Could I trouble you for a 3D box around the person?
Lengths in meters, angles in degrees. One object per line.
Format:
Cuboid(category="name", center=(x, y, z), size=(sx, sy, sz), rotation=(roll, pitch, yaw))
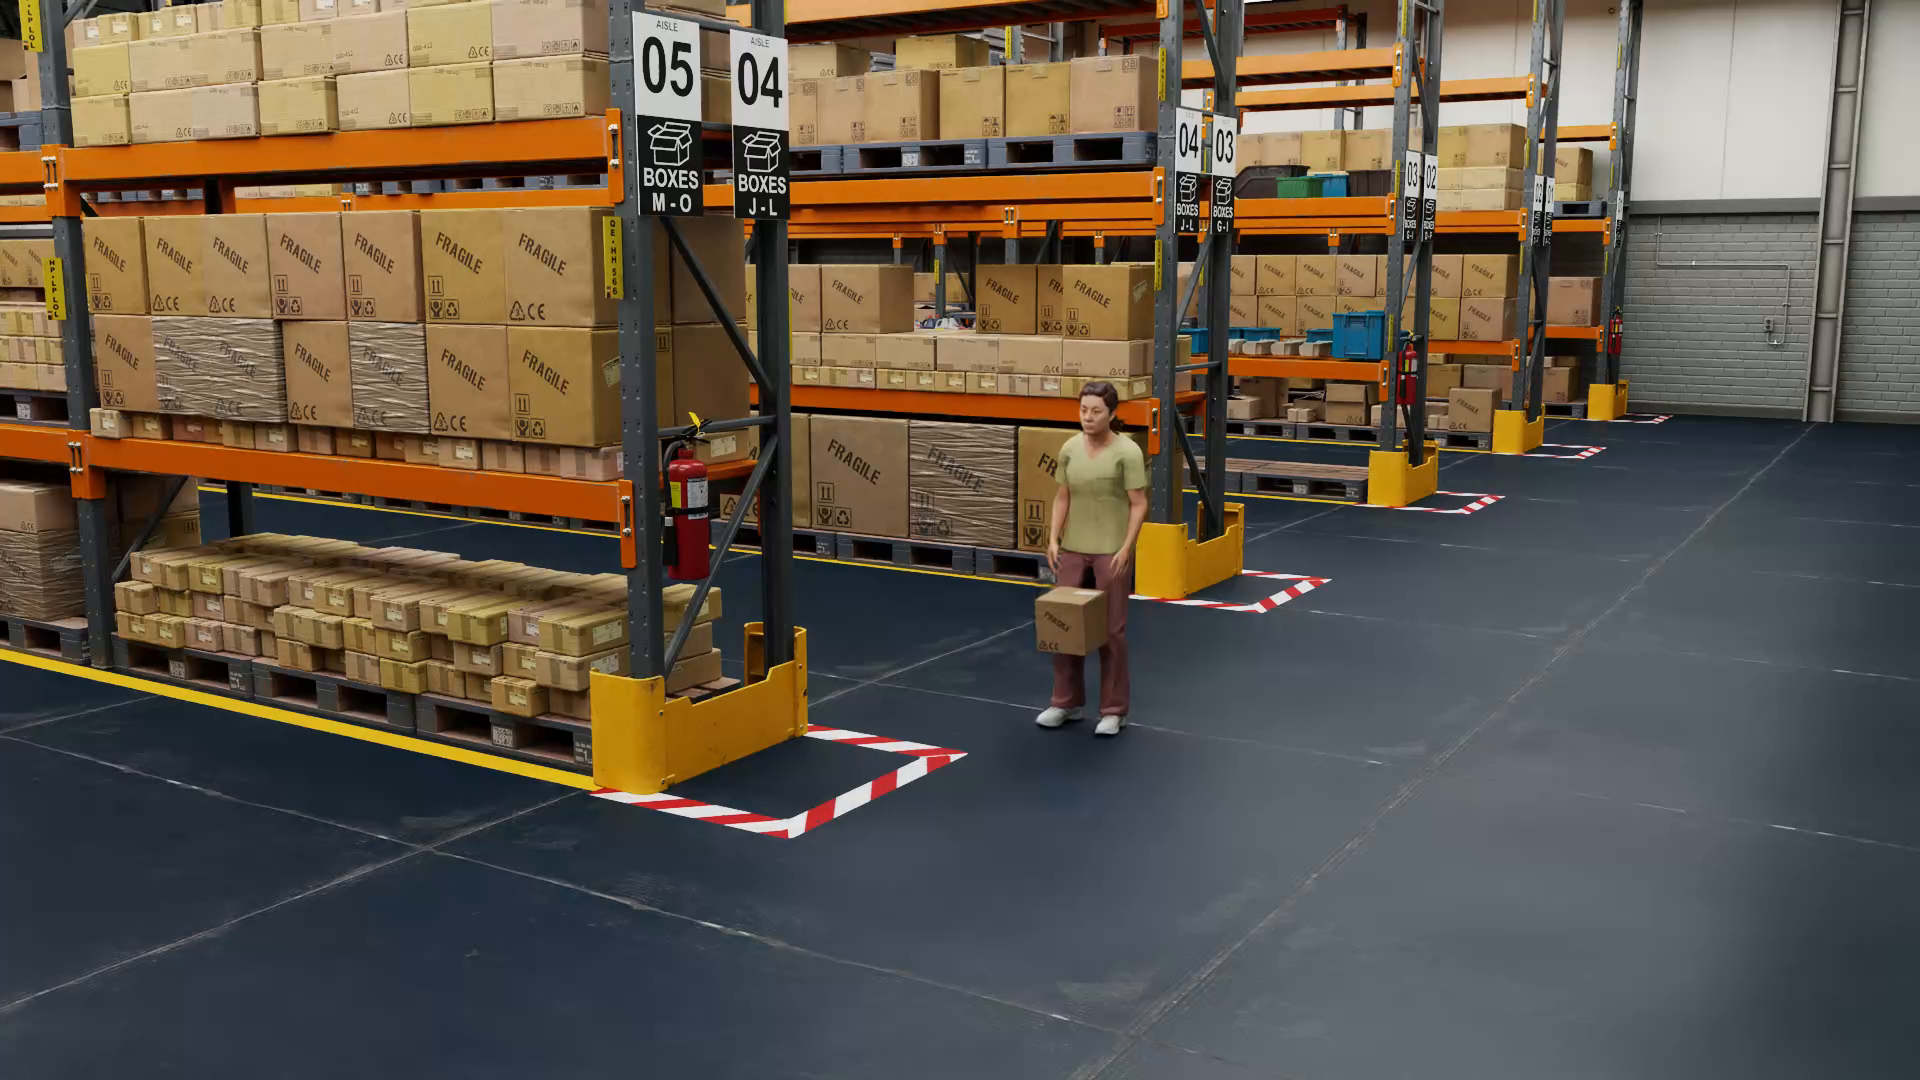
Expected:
Cuboid(category="person", center=(0.643, 0.076, 7.925), size=(0.480, 1.676, 0.356), rotation=(6, 11, 30))
